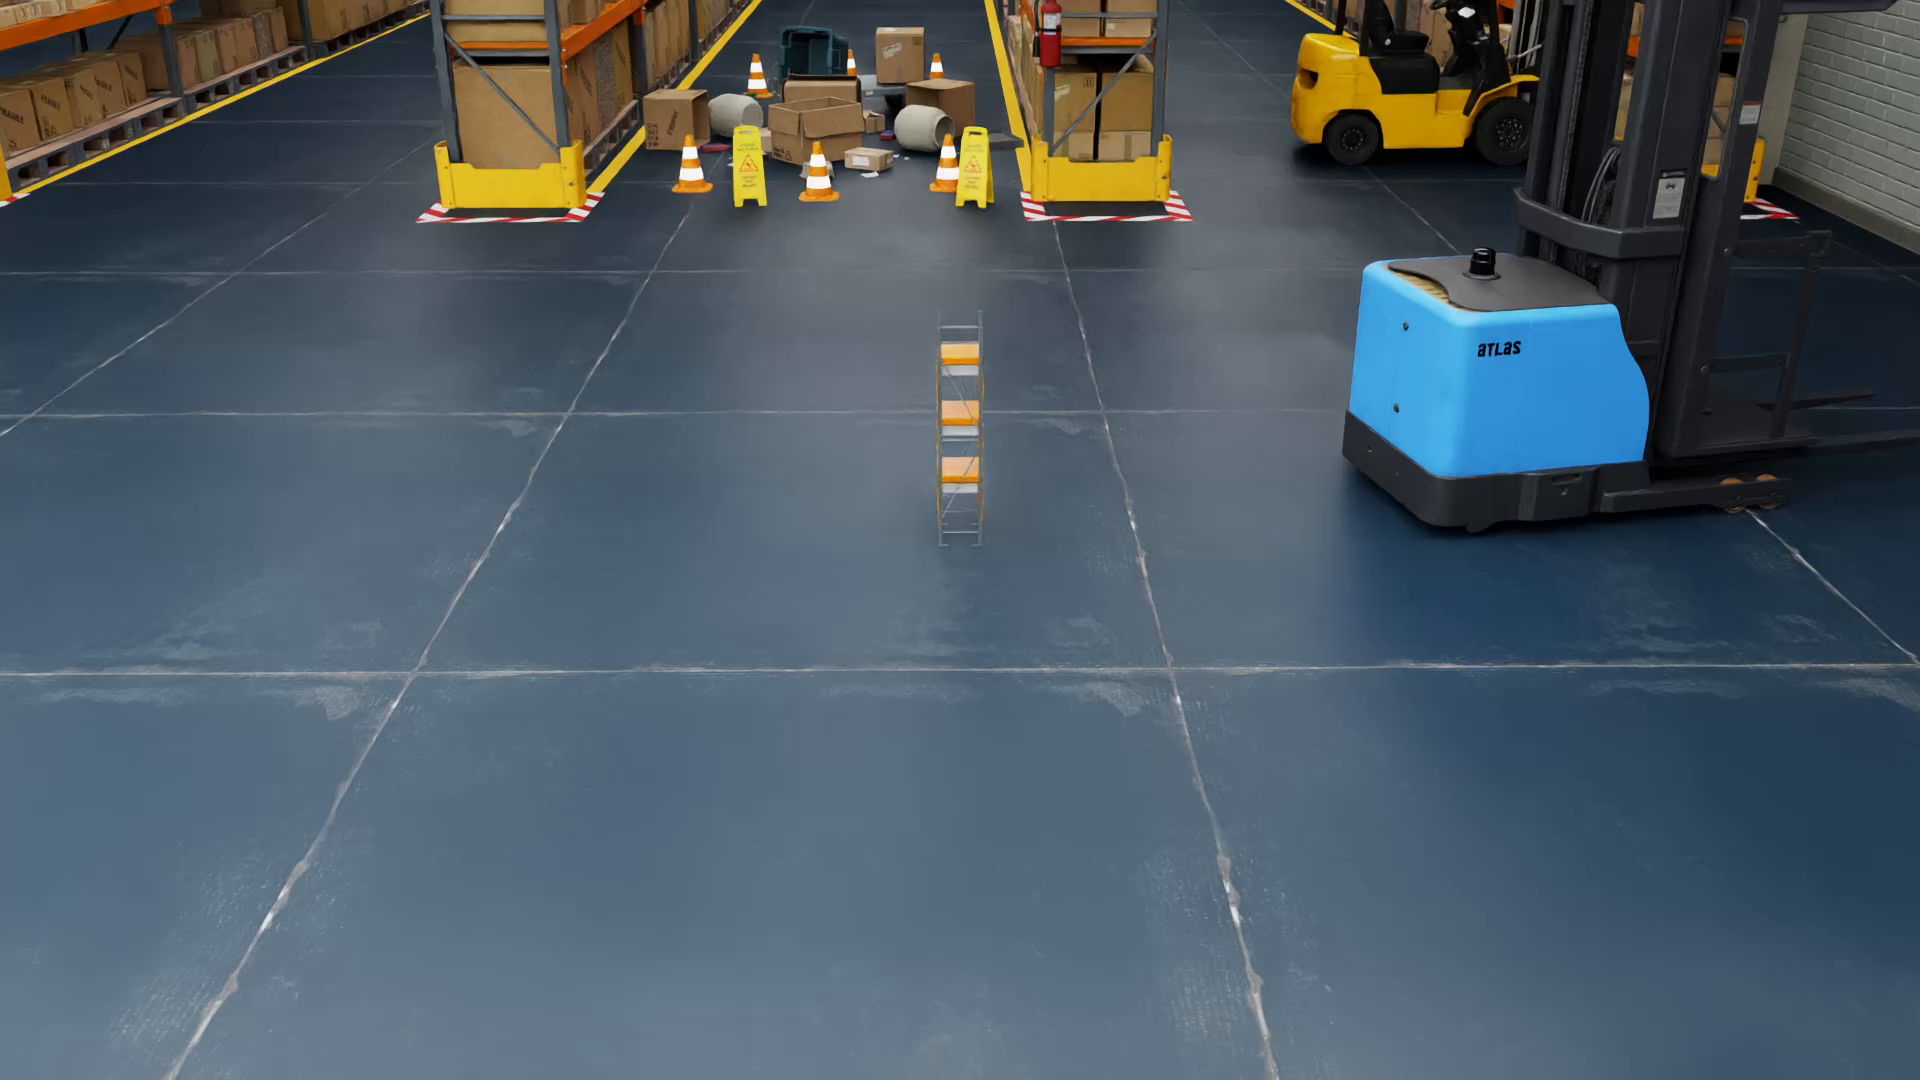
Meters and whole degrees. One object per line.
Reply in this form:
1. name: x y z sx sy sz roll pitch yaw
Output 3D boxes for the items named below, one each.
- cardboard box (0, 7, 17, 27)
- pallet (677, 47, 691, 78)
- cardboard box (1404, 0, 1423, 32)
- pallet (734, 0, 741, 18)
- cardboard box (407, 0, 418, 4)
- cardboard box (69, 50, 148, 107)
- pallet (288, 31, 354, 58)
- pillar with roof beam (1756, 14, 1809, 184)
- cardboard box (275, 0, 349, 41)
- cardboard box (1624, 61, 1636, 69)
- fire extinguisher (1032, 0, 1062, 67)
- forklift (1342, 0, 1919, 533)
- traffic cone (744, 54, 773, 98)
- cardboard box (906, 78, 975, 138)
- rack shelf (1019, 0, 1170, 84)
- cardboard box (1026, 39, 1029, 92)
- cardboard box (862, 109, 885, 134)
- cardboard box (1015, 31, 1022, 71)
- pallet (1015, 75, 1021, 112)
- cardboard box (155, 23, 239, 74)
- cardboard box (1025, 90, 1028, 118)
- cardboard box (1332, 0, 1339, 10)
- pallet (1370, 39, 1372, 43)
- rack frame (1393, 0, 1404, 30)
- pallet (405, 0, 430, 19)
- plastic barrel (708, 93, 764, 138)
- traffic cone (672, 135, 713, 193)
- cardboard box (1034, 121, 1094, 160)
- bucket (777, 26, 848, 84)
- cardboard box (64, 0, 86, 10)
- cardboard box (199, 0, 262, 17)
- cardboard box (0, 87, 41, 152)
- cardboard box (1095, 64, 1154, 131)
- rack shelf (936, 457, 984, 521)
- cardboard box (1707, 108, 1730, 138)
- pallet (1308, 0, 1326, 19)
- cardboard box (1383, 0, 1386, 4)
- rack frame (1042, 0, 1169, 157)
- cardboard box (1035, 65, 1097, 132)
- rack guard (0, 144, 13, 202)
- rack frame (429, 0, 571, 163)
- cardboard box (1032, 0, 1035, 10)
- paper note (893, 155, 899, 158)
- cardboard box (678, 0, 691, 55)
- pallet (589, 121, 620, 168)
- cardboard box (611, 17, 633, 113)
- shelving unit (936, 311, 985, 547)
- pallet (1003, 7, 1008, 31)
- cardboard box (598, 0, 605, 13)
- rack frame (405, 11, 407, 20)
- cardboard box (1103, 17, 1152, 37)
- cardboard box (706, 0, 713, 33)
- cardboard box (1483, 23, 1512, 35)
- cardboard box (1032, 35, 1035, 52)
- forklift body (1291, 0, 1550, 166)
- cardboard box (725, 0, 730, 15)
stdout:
1. cardboard box: -8.473 -4.546 14.467 0.380 0.149 0.250 0 24 -1
2. pallet: -3.907 -5.915 20.571 1.003 0.211 1.213 0 24 -1
3. cardboard box: 6.065 -6.450 20.744 0.875 0.625 0.625 1 24 1
4. pallet: -3.926 -8.165 25.546 1.003 0.211 1.213 0 24 -1
5. cardboard box: -8.772 -8.673 25.356 0.875 0.875 0.875 0 24 -1
6. cardboard box: -8.793 -4.769 17.178 0.500 0.500 0.500 -1 24 -2
7. pallet: -8.734 -6.584 22.052 1.003 0.211 1.213 0 24 -1
8. pillar with roof beam: 2.748 -7.307 12.985 9.100 9.000 0.400 0 24 -1
9. cardboard box: -8.788 -7.037 21.739 1.225 0.875 0.875 -1 24 -3
10. cardboard box: 5.831 -4.094 14.776 0.500 0.250 0.500 0 24 0
11. fire extinguisher: 0.736 -4.193 13.475 0.296 0.674 0.183 0 24 -1
12. forklift: 3.537 -1.674 7.894 3.031 2.935 1.130 -5 25 -12
13. traffic cone: -2.301 -5.266 18.831 0.336 0.463 0.334 0 24 -1
14. cardboard box: -0.197 -4.340 16.737 0.500 0.500 0.500 19 30 35
15. rack shelf: 1.174 -4.774 15.538 1.077 0.370 4.000 0 24 -1
16. cardboard box: 0.906 -4.741 16.510 0.500 0.500 0.500 1 24 2
17. cardboard box: -0.985 -4.335 17.012 0.258 0.266 0.396 -19 31 -36
18. cardboard box: 1.123 -5.719 19.434 0.950 0.372 0.625 1 24 1
19. pallet: 1.142 -4.976 18.496 1.003 0.211 1.213 0 24 -1
20. cardboard box: -8.735 -5.623 19.042 0.700 0.500 0.500 -2 24 -5
21. cardboard box: 0.906 -4.400 16.666 0.500 0.250 0.500 1 24 2
22. cardboard box: 5.809 -8.098 24.539 0.500 0.500 0.500 1 24 2
23. pallet: 6.102 -6.635 22.165 1.003 0.211 1.213 0 24 -1
24. rack frame: 6.072 -7.598 20.910 1.000 3.000 0.127 0 24 -1
25. pallet: -8.775 -8.221 25.671 1.003 0.211 1.213 0 24 -1
26. plastic barrel: -2.250 -4.228 16.584 0.512 0.421 0.421 19 30 35
27. traffic cone: -2.339 -3.283 14.448 0.336 0.463 0.334 0 24 -1
28. cardboard box: 0.918 -3.558 14.804 0.500 0.250 0.500 0 24 -1
29. bucket: -1.490 -5.017 17.331 0.726 0.611 0.620 8 16 18
30. cardboard box: -8.459 -5.061 15.606 0.380 0.149 0.250 0 24 -1
31. cardboard box: -8.748 -6.438 19.935 0.500 0.250 0.500 2 24 5
32. cardboard box: -8.744 -3.789 15.012 0.500 0.500 0.500 6 25 13
33. cardboard box: 1.463 -3.901 14.653 0.500 0.500 0.500 -1 24 -2
34. rack shelf: -0.001 -0.238 7.701 0.215 0.259 0.240 0 24 -1
35. cardboard box: 6.362 -3.662 14.428 0.500 0.250 0.500 0 24 0
36. pallet: 6.022 -8.259 25.754 1.003 0.211 1.213 0 24 -1
37. cardboard box: 5.857 -7.030 22.177 0.500 0.500 0.500 -1 24 -1
38. rack frame: 1.196 -4.278 13.568 1.000 3.000 0.127 0 24 -1
39. cardboard box: 0.926 -3.887 14.621 0.500 0.500 0.500 0 24 0
40. rack guard: -8.714 -3.125 14.054 1.175 0.500 0.348 0 24 -1
41. rack frame: -3.753 -4.214 13.427 1.000 3.000 0.127 0 24 -1
42. cardboard box: 0.870 -5.049 15.579 0.380 0.149 0.250 0 24 -1
43. paper note: -0.664 -3.651 15.799 0.148 0.019 0.142 8 26 18
44. cardboard box: -3.923 -6.425 20.537 1.050 0.750 0.750 -1 24 -1
45. pallet: -3.850 -3.774 15.838 1.003 0.211 1.213 0 24 -1
46. cardboard box: -3.860 -4.826 16.849 0.875 0.875 0.875 0 24 0
47. shelving unit: -0.001 -0.500 7.582 0.215 1.050 0.252 0 24 -1
48. pallet: 1.149 -7.634 24.374 1.003 0.211 1.213 0 24 -1
49. cardboard box: -3.758 -5.111 15.228 0.875 0.550 0.500 0 24 -1
50. rack frame: -8.844 -9.178 24.403 1.000 3.000 0.127 0 24 -1
51. cardboard box: 1.399 -4.304 13.931 0.380 0.149 0.250 0 24 0
52. cardboard box: -3.602 -7.062 22.249 0.500 0.500 0.500 0 24 0
53. cardboard box: 6.099 -5.274 18.143 0.875 0.625 0.625 1 24 2
54. cardboard box: 0.854 -4.546 15.290 0.380 0.149 0.250 1 24 2
55. forklift body: 4.314 -4.688 15.505 2.313 2.155 1.214 0 24 -1
56. cardboard box: -3.624 -7.907 24.117 0.500 0.500 0.500 -1 24 -2
